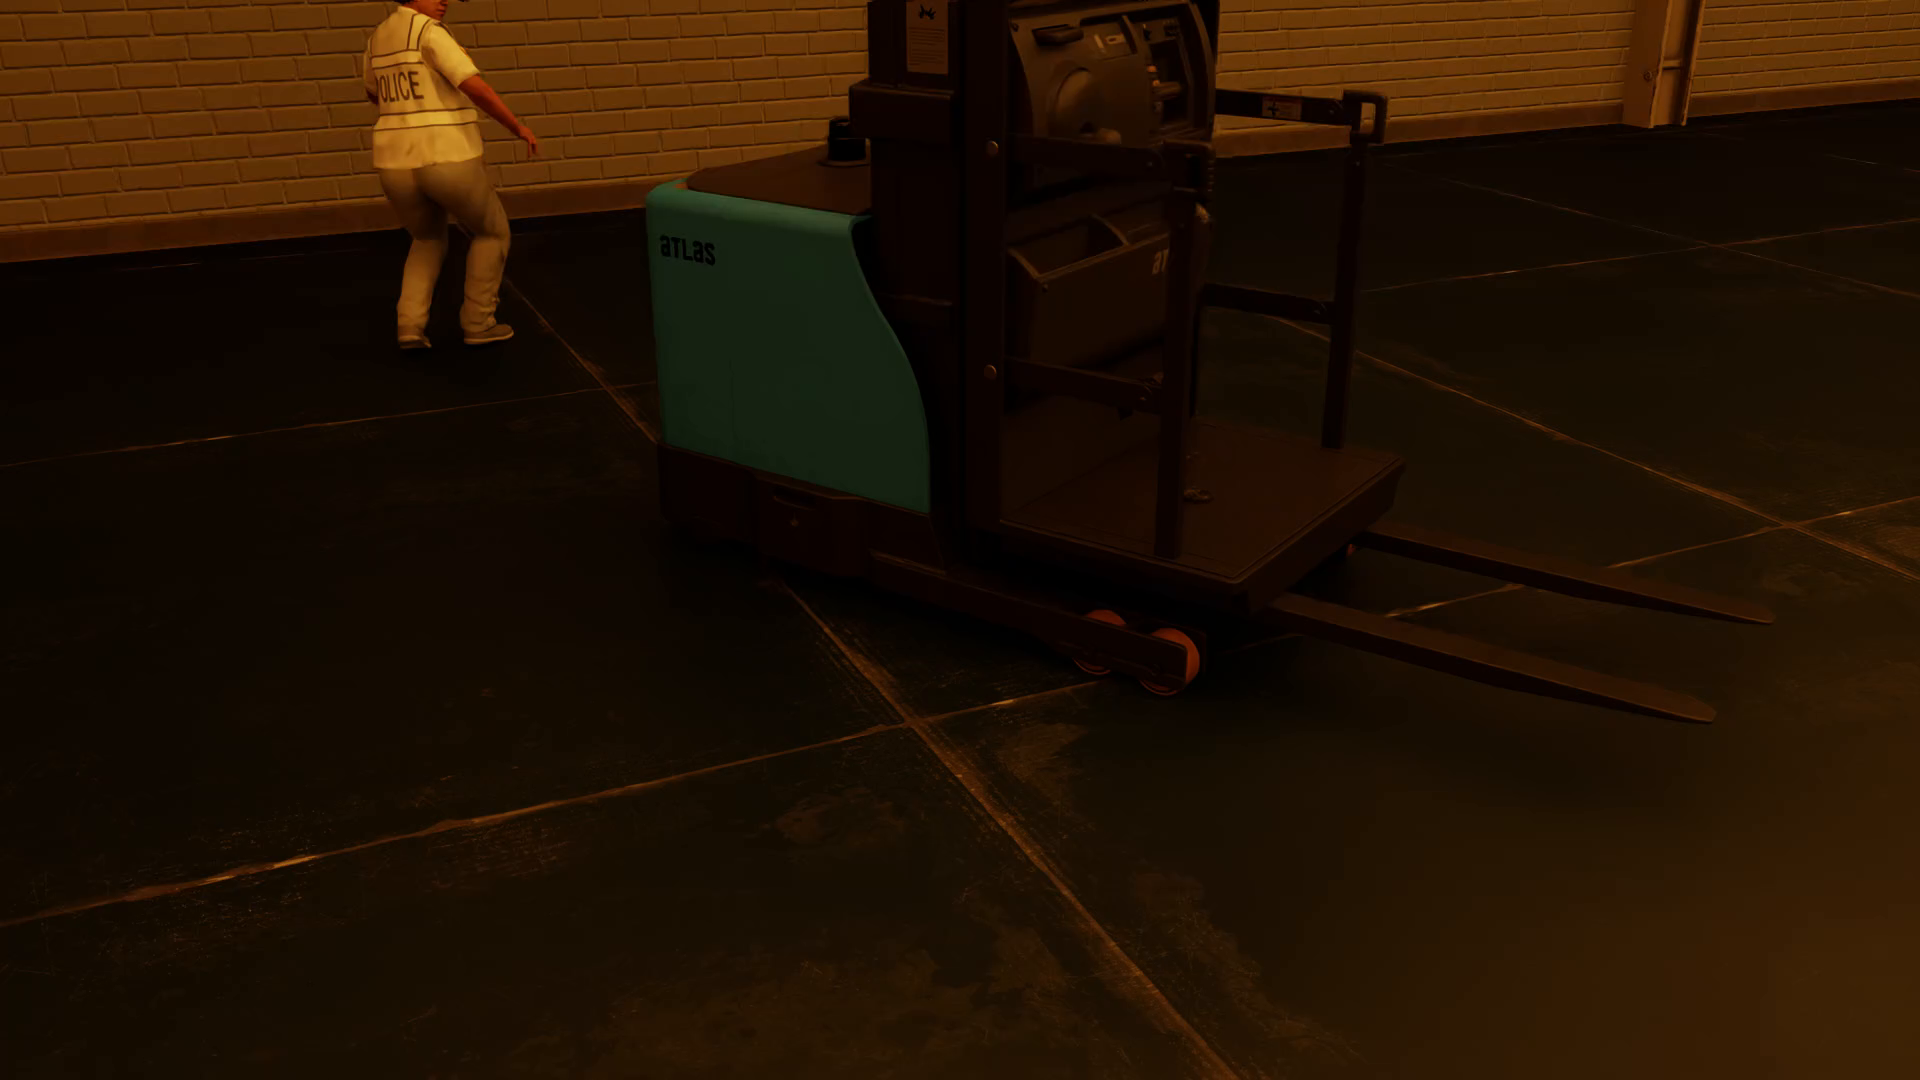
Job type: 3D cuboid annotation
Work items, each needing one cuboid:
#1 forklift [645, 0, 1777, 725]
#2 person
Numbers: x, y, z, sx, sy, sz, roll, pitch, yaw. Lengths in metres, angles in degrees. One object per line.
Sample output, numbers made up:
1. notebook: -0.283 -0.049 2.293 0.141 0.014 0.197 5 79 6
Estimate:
1. forklift: 0.578 -1.195 4.163 3.031 2.935 1.130 15 27 32
2. person: -2.096 -1.559 6.829 0.739 1.586 0.710 8 24 18
